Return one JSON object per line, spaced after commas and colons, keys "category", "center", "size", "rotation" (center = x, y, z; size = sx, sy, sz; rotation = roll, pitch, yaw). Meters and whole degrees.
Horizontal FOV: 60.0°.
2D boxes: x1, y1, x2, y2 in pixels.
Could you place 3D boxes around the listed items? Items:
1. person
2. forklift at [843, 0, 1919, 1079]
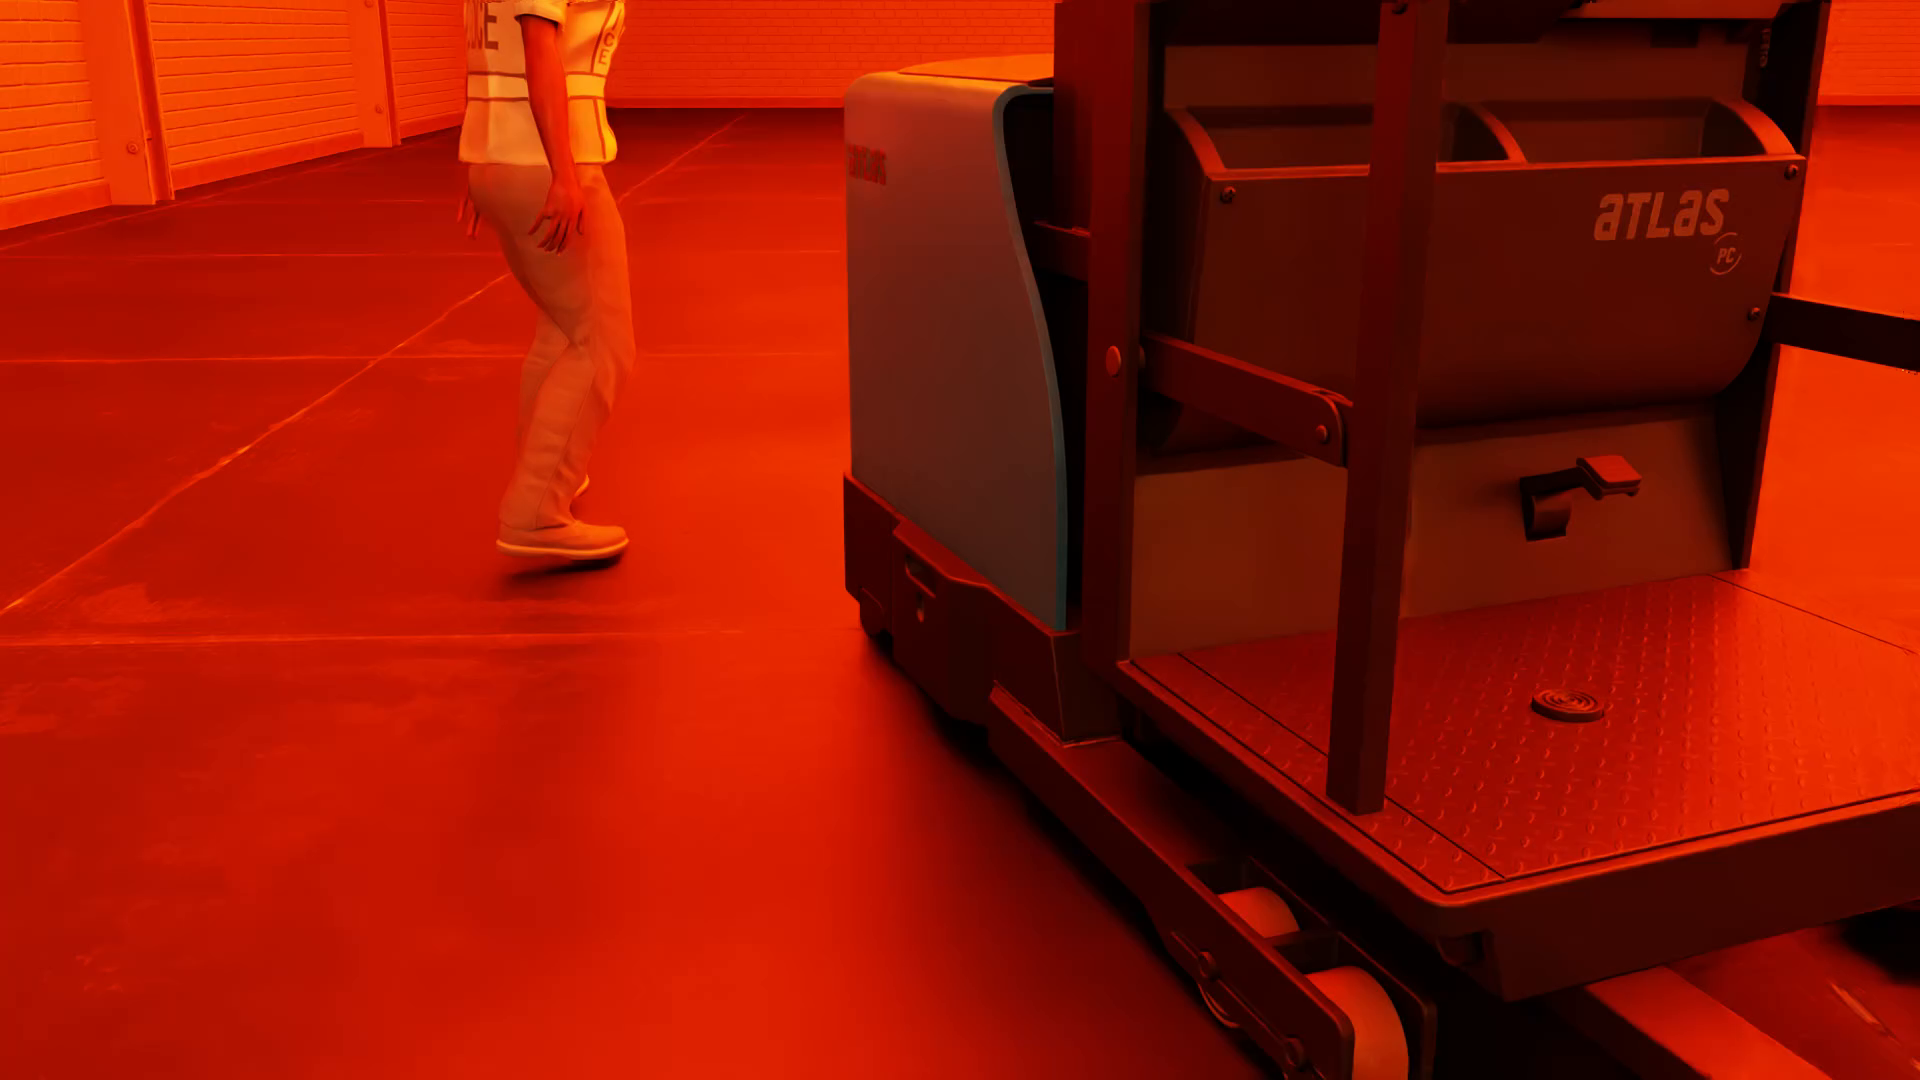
{"category": "person", "center": [-0.902, -0.789, 3.627], "size": [0.415, 1.628, 0.801], "rotation": [-9, 19, -28]}
{"category": "forklift", "center": [0.780, -0.901, 1.854], "size": [1.130, 2.935, 3.031], "rotation": [-7, 18, -21]}
